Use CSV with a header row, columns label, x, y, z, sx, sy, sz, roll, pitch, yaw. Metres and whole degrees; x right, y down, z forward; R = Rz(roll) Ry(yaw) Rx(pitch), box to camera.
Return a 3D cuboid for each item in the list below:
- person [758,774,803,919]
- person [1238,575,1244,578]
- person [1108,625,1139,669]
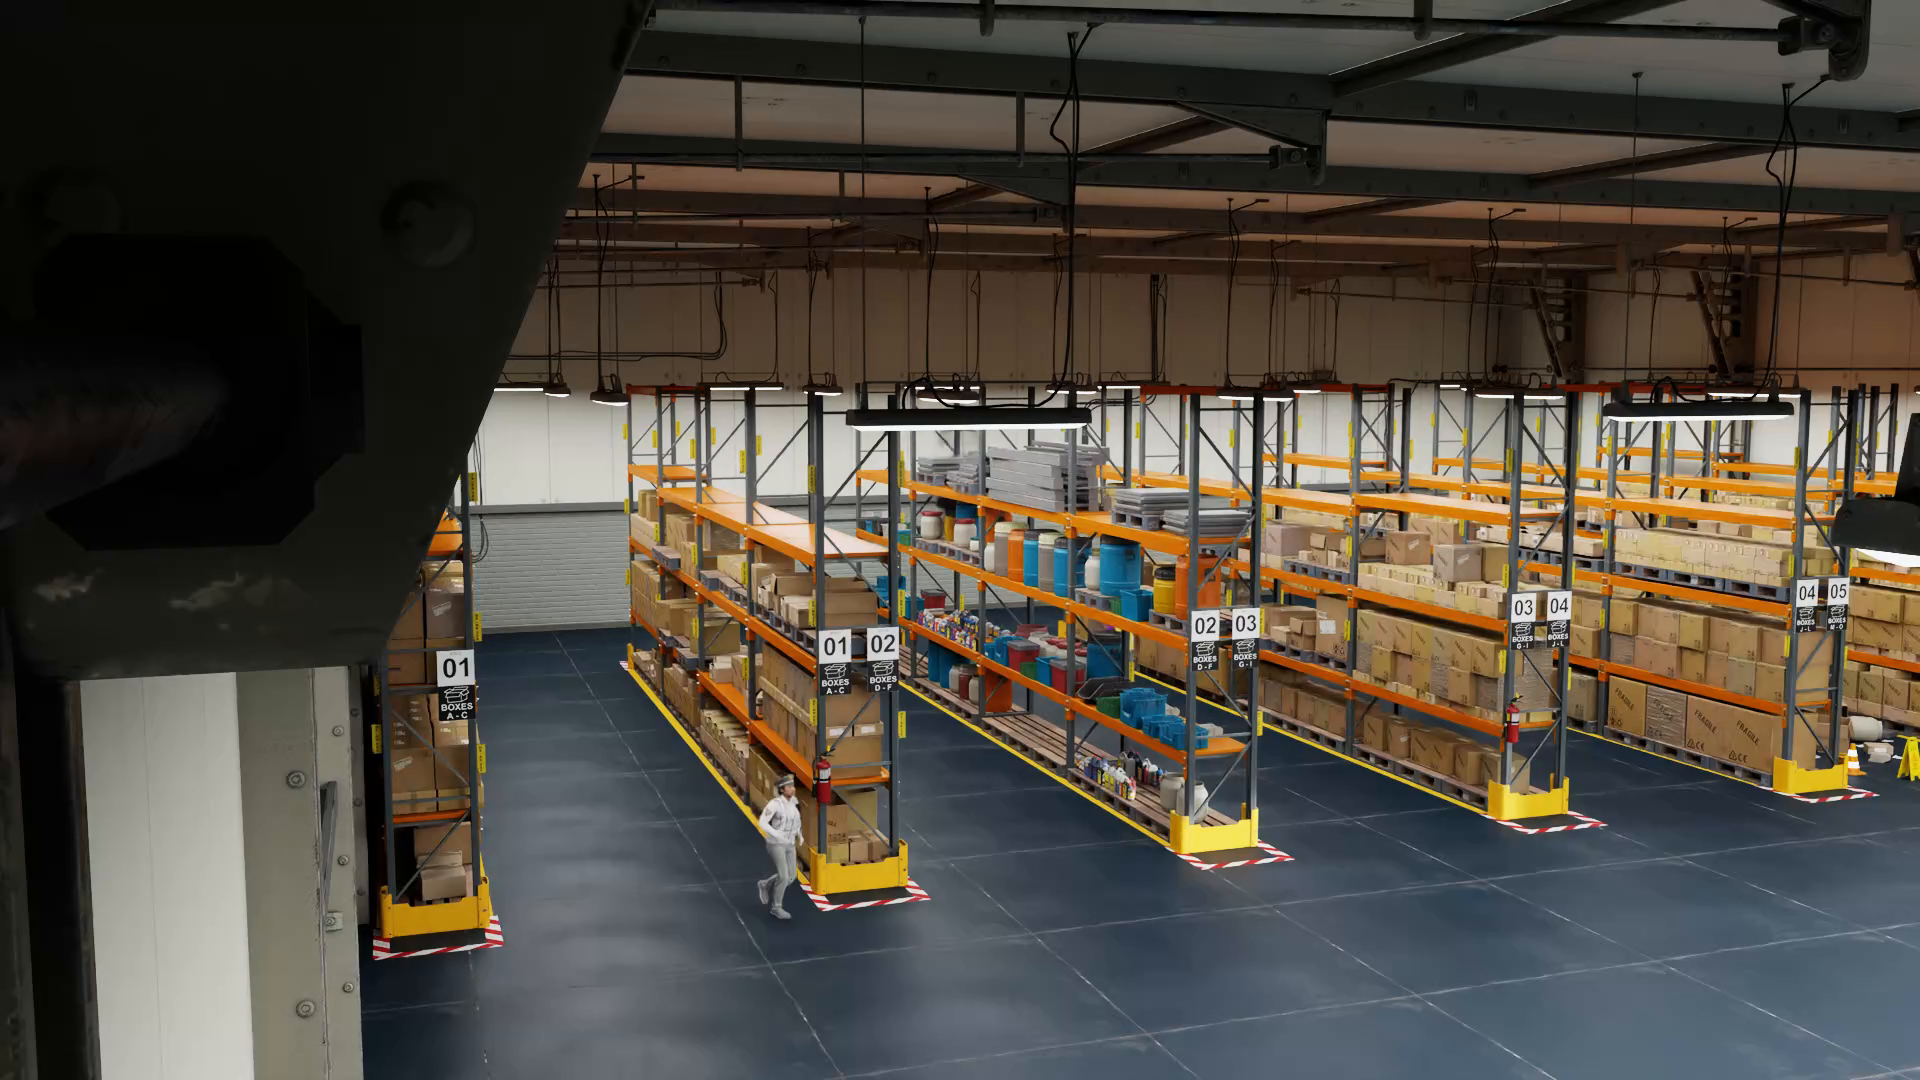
label,x,y,z,sx,sy,sz,roll,pitch,yaw
person,-2.075,3.537,19.359,0.570,1.647,0.650,5,8,41
person,6.201,1.594,38.201,0.693,1.692,1.007,-4,7,-32
person,3.174,2.146,32.313,0.714,1.728,0.661,-2,6,-15
